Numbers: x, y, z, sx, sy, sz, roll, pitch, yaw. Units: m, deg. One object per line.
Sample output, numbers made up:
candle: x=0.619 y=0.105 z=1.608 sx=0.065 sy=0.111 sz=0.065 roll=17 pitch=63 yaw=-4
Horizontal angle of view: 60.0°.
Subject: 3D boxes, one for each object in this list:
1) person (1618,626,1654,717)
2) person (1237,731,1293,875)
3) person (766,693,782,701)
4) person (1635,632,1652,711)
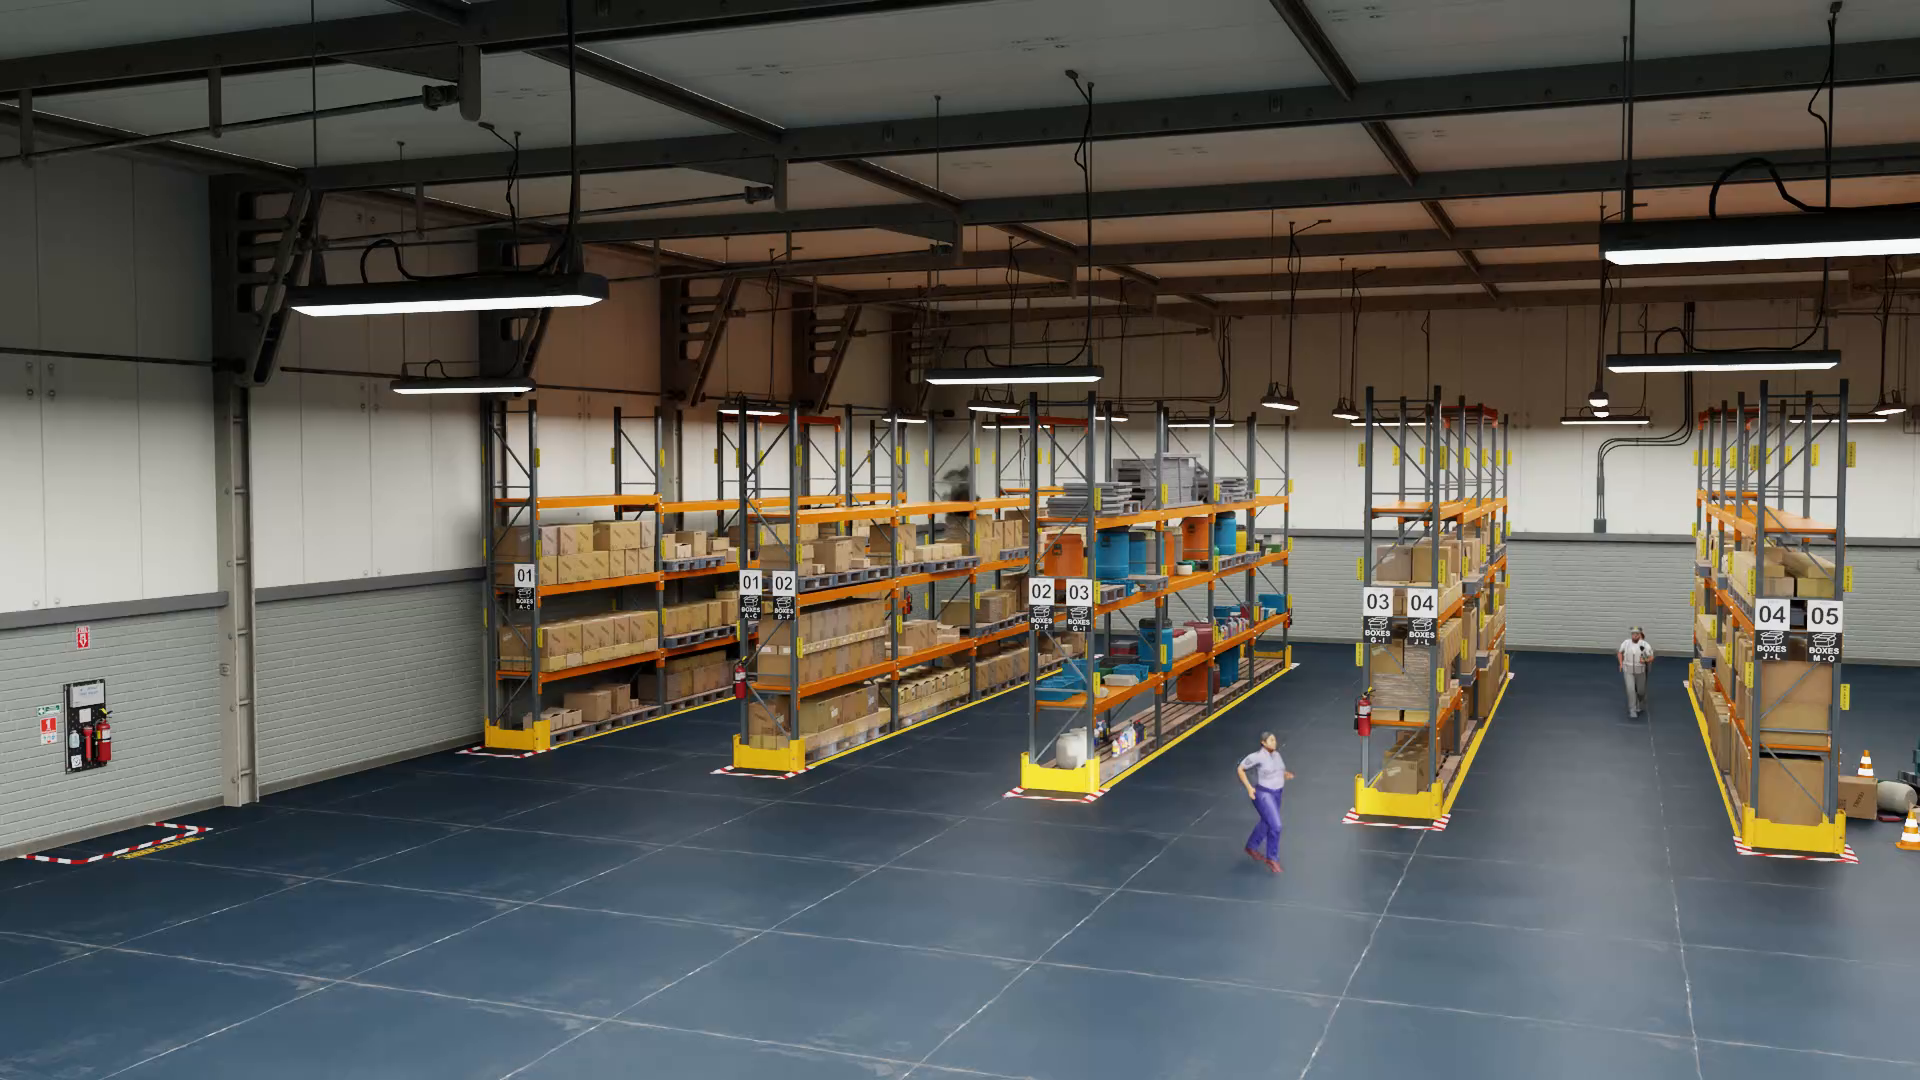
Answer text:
person: x=13.092 y=2.532 z=32.236 sx=0.666 sy=1.746 sz=0.809 roll=1 pitch=3 yaw=25
person: x=3.746 y=3.184 z=20.268 sx=0.571 sy=1.712 sz=0.731 roll=-3 pitch=4 yaw=-45
person: x=-3.397 y=2.718 z=30.316 sx=0.490 sy=1.625 sz=0.711 roll=1 pitch=3 yaw=16
person: x=13.536 y=2.594 z=33.150 sx=0.548 sy=1.578 sz=0.691 roll=1 pitch=3 yaw=18
